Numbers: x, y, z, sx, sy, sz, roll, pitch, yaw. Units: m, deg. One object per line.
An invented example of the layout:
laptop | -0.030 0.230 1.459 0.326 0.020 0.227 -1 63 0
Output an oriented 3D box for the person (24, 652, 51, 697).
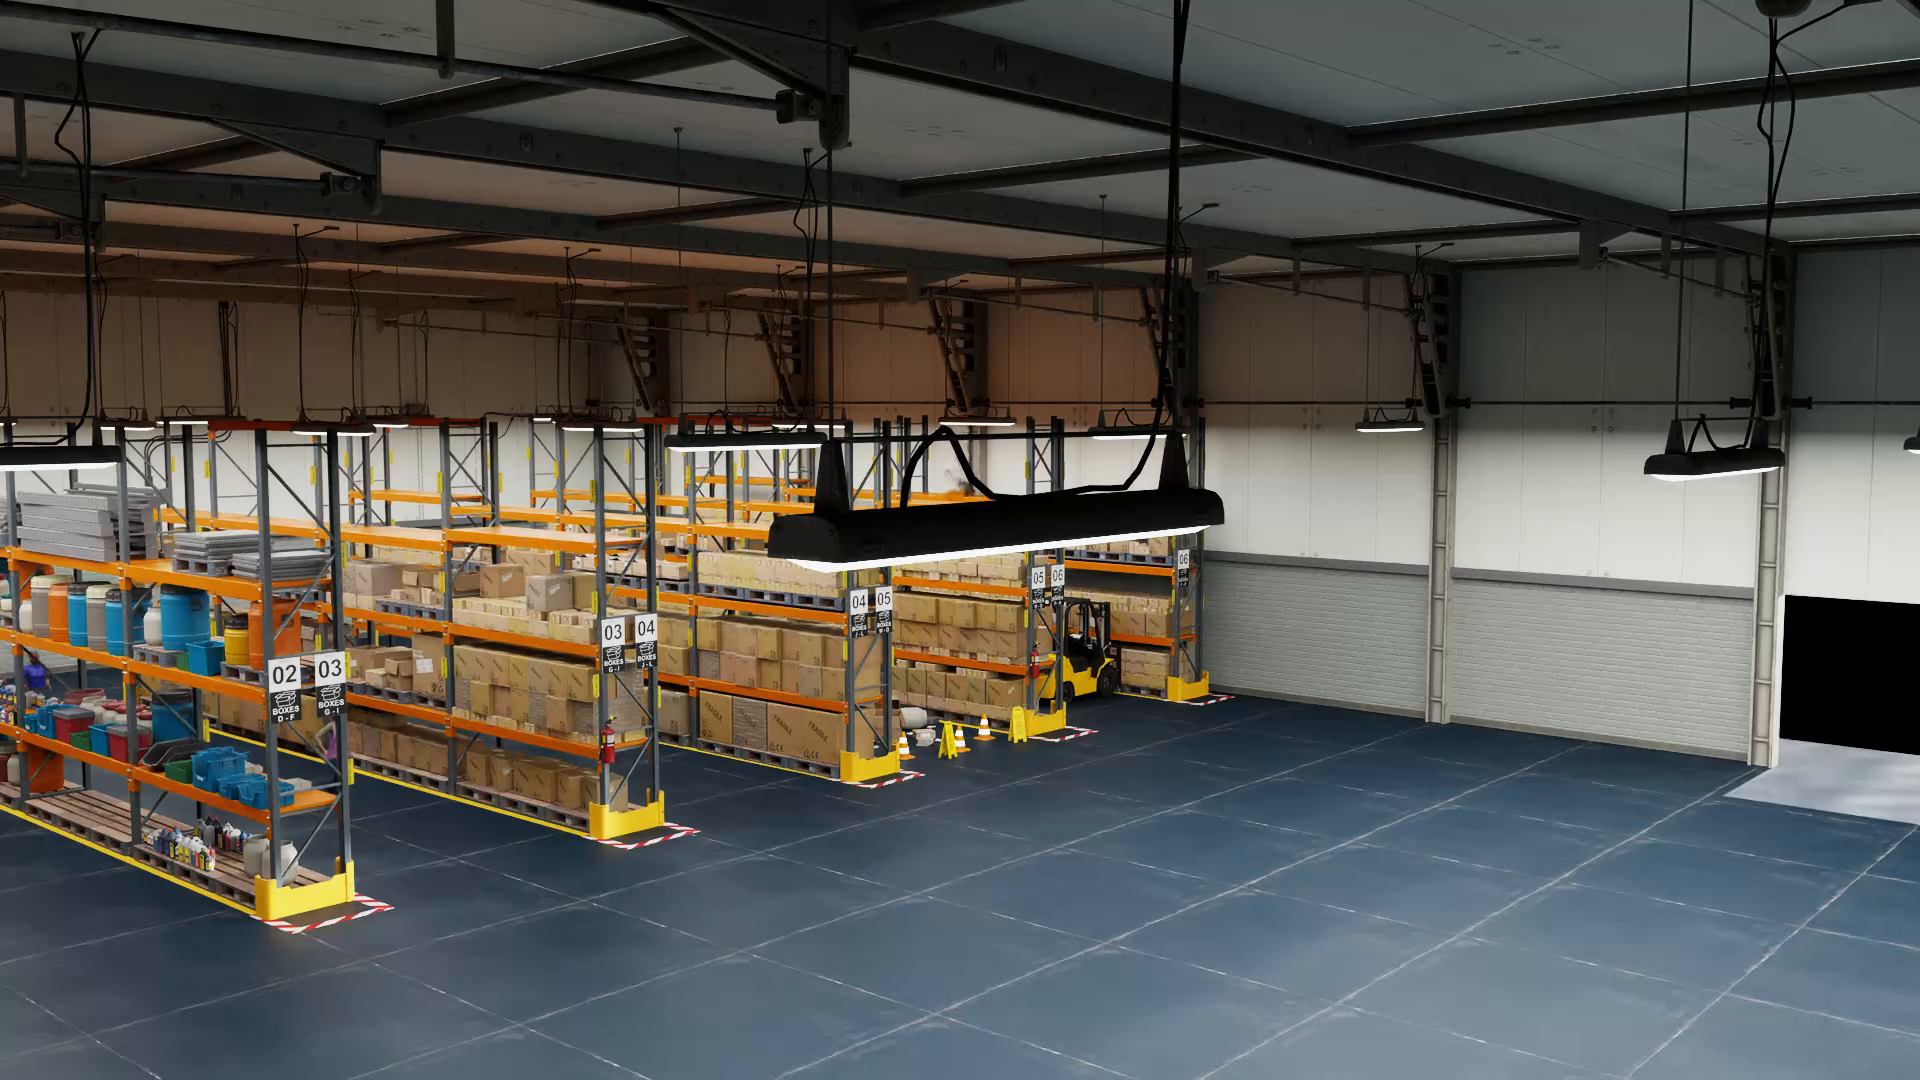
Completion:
person | -17.418 2.927 31.399 0.554 1.590 0.579 2 5 25

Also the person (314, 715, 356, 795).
person | -9.620 3.397 25.752 0.694 1.623 0.503 2 5 21
